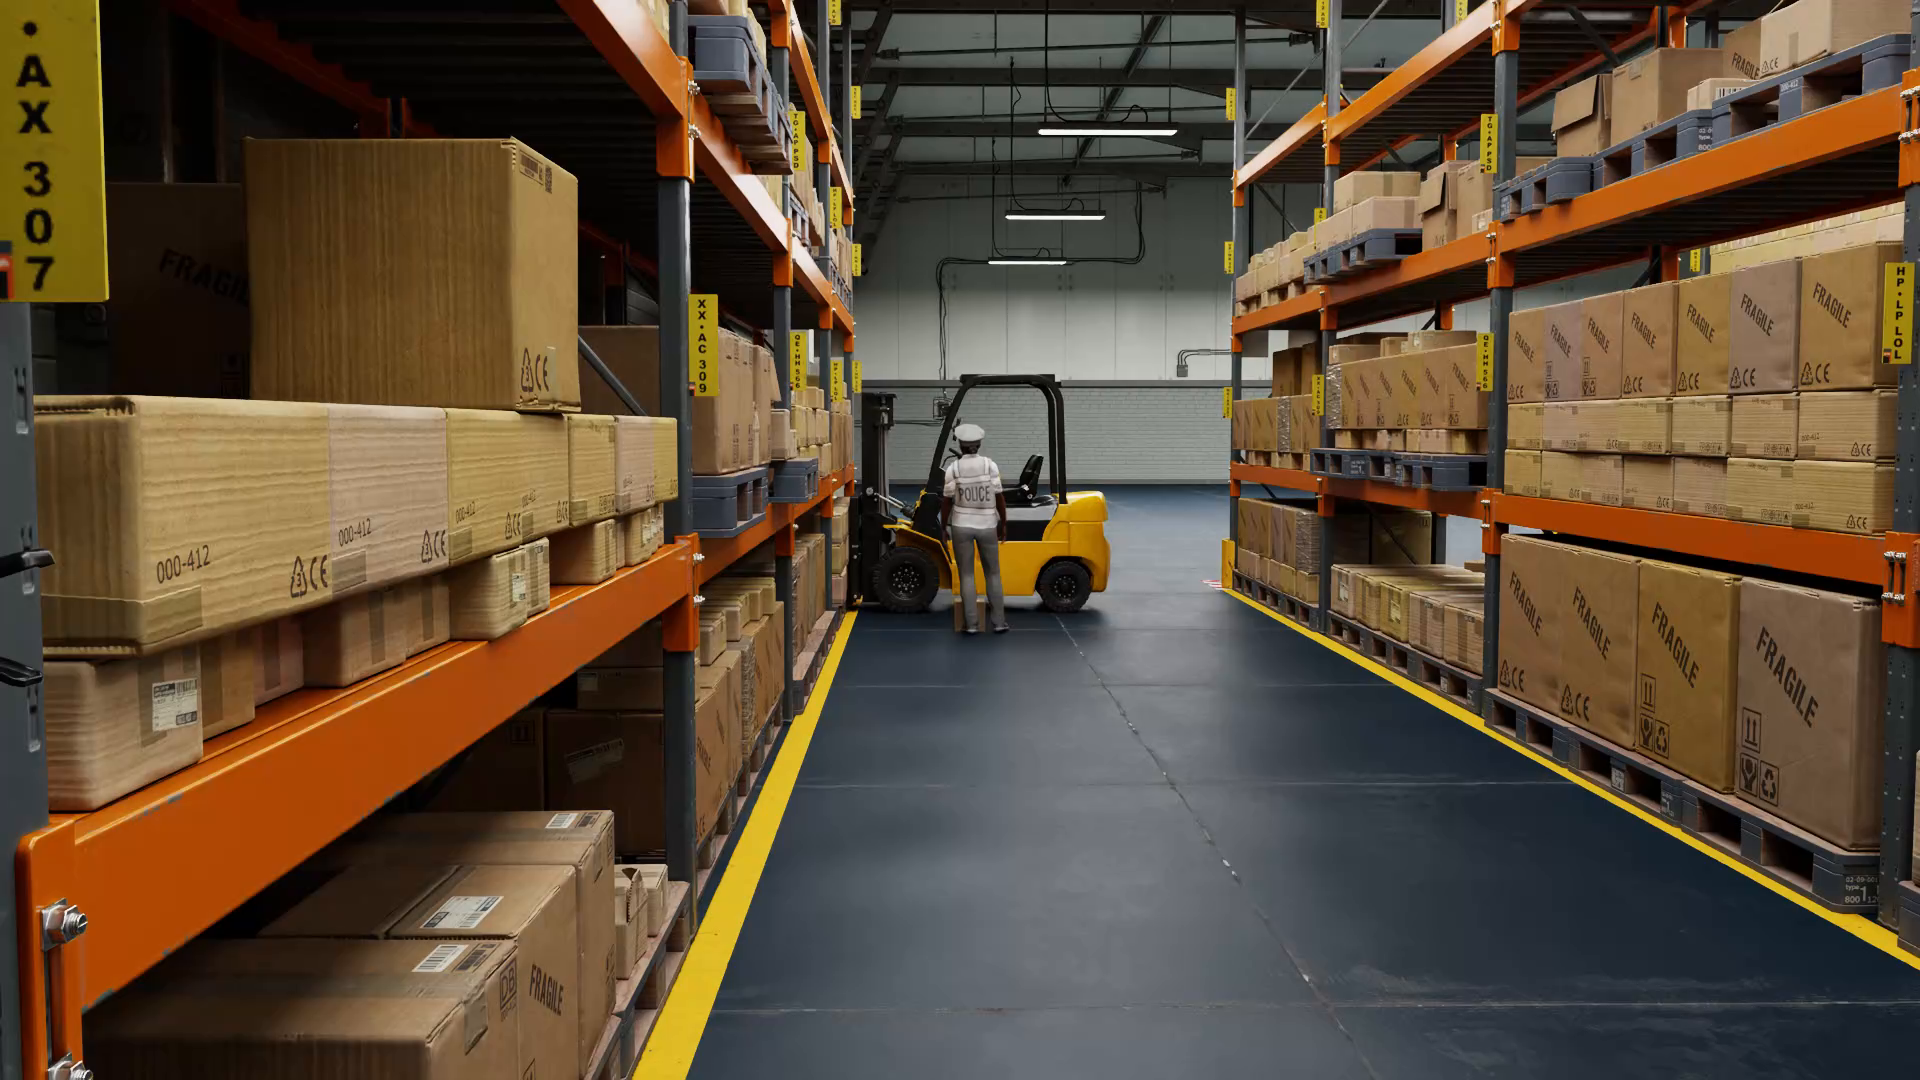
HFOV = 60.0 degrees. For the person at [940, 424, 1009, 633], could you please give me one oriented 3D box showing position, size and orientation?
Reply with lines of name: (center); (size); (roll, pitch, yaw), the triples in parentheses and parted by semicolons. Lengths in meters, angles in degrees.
person: (0.125, -0.094, 13.497); (0.569, 1.695, 0.529); (0, 4, -1)
